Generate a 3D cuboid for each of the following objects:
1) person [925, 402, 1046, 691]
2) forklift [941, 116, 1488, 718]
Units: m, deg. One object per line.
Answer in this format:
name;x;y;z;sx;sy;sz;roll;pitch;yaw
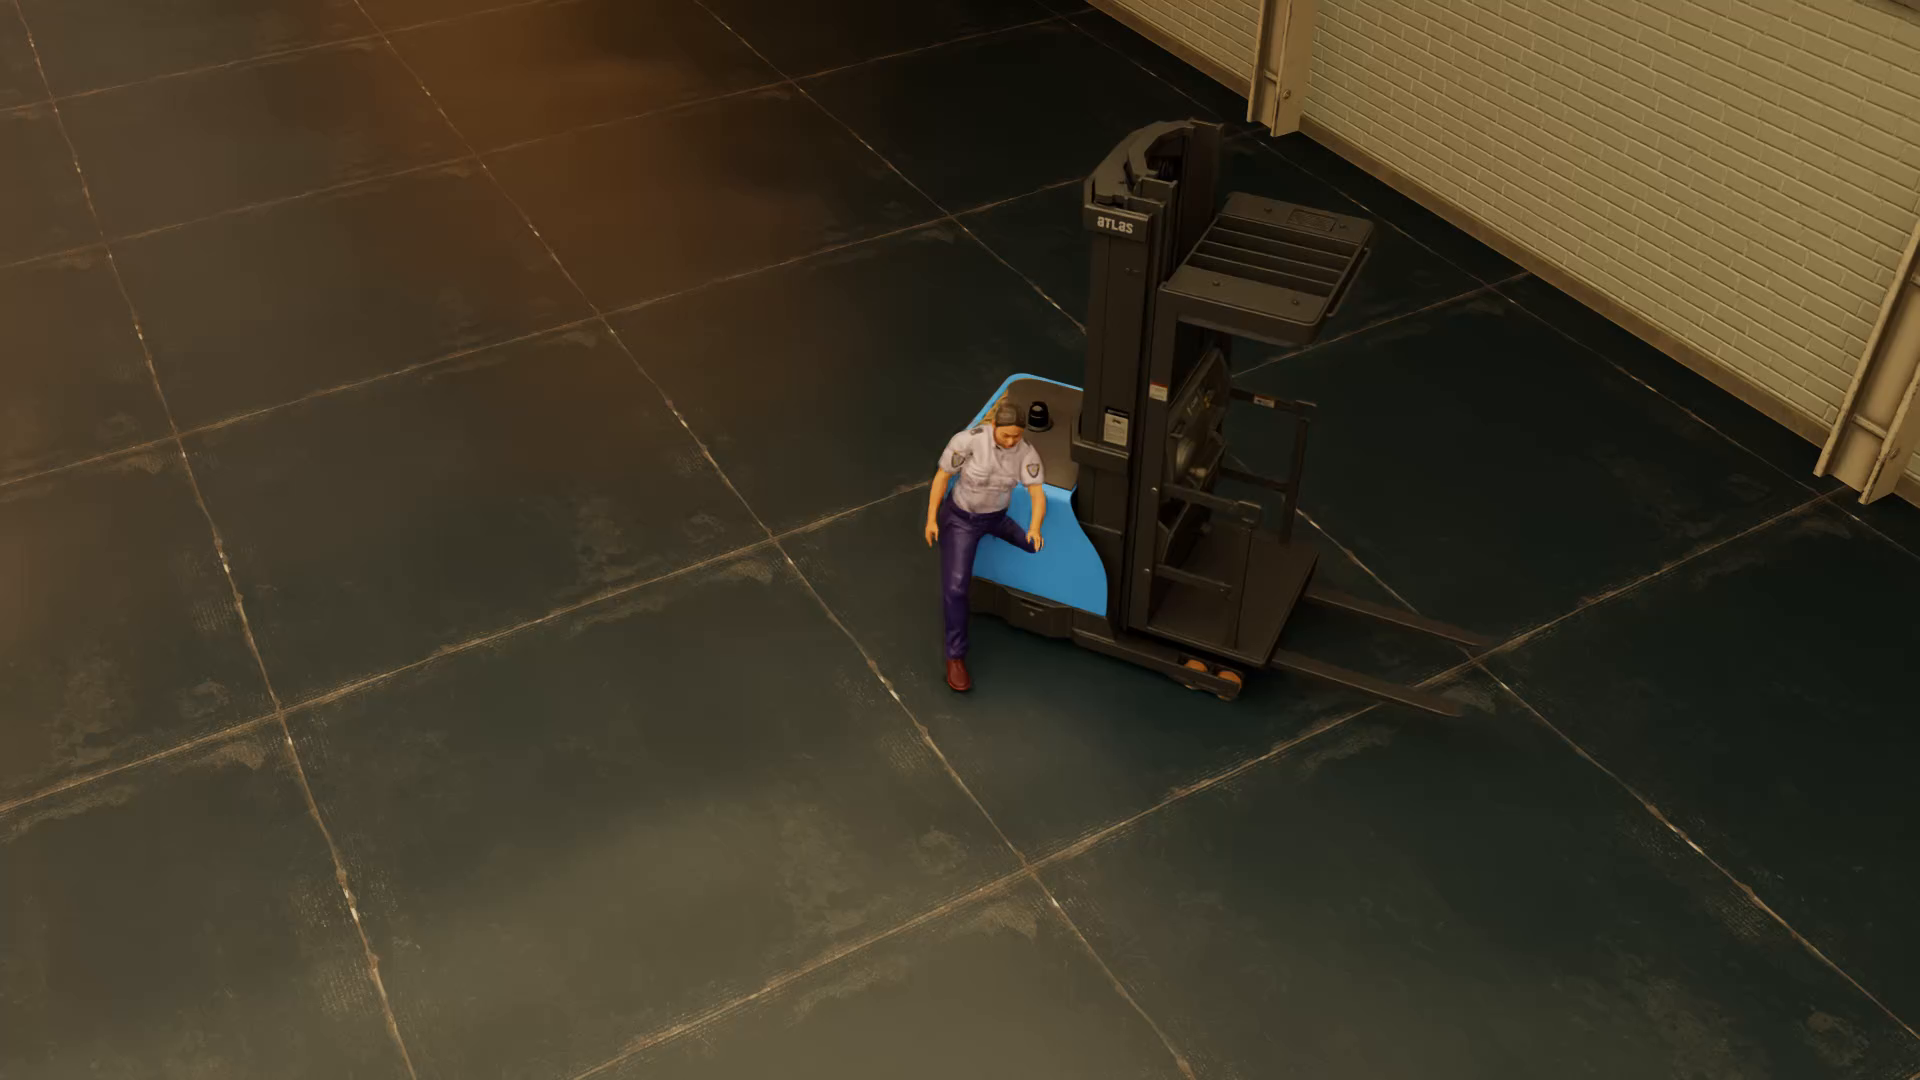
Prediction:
person;0.235;-0.047;9.153;0.868;1.492;0.828;-13;41;-15
forklift;1.446;-0.626;8.791;3.031;2.935;1.130;17;43;20
